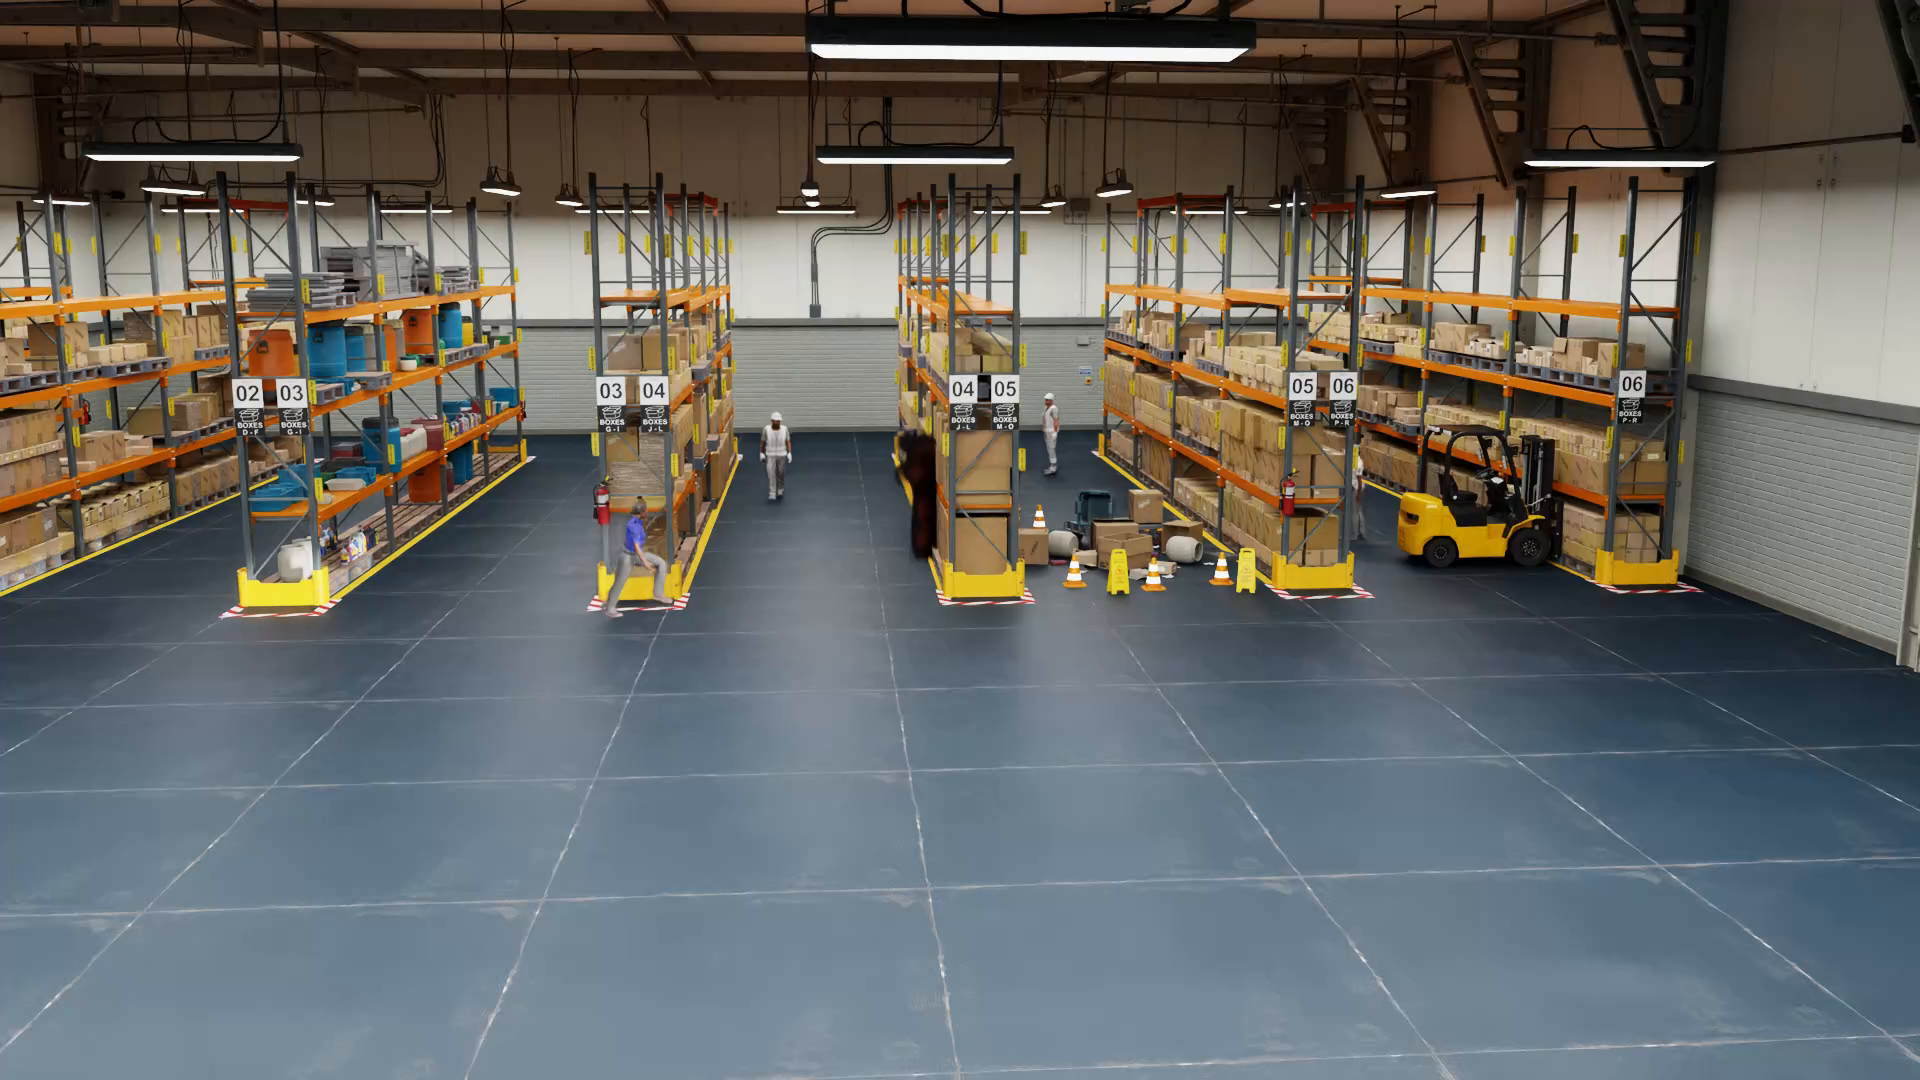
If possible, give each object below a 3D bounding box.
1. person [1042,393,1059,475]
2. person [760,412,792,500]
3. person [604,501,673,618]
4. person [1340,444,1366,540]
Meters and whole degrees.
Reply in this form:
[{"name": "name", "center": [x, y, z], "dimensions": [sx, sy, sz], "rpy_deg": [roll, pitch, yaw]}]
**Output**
[{"name": "person", "center": [1.982, -2.362, 36.879], "dimensions": [0.364, 1.789, 0.636], "rpy_deg": [-3, 10, -17]}, {"name": "person", "center": [-3.670, -1.679, 33.096], "dimensions": [0.630, 1.725, 1.050], "rpy_deg": [-1, 10, -5]}, {"name": "person", "center": [-4.357, 0.268, 22.372], "dimensions": [0.976, 1.592, 0.406], "rpy_deg": [4, 11, 22]}, {"name": "person", "center": [6.817, -0.833, 28.686], "dimensions": [0.417, 1.671, 0.470], "rpy_deg": [5, 11, 24]}]
